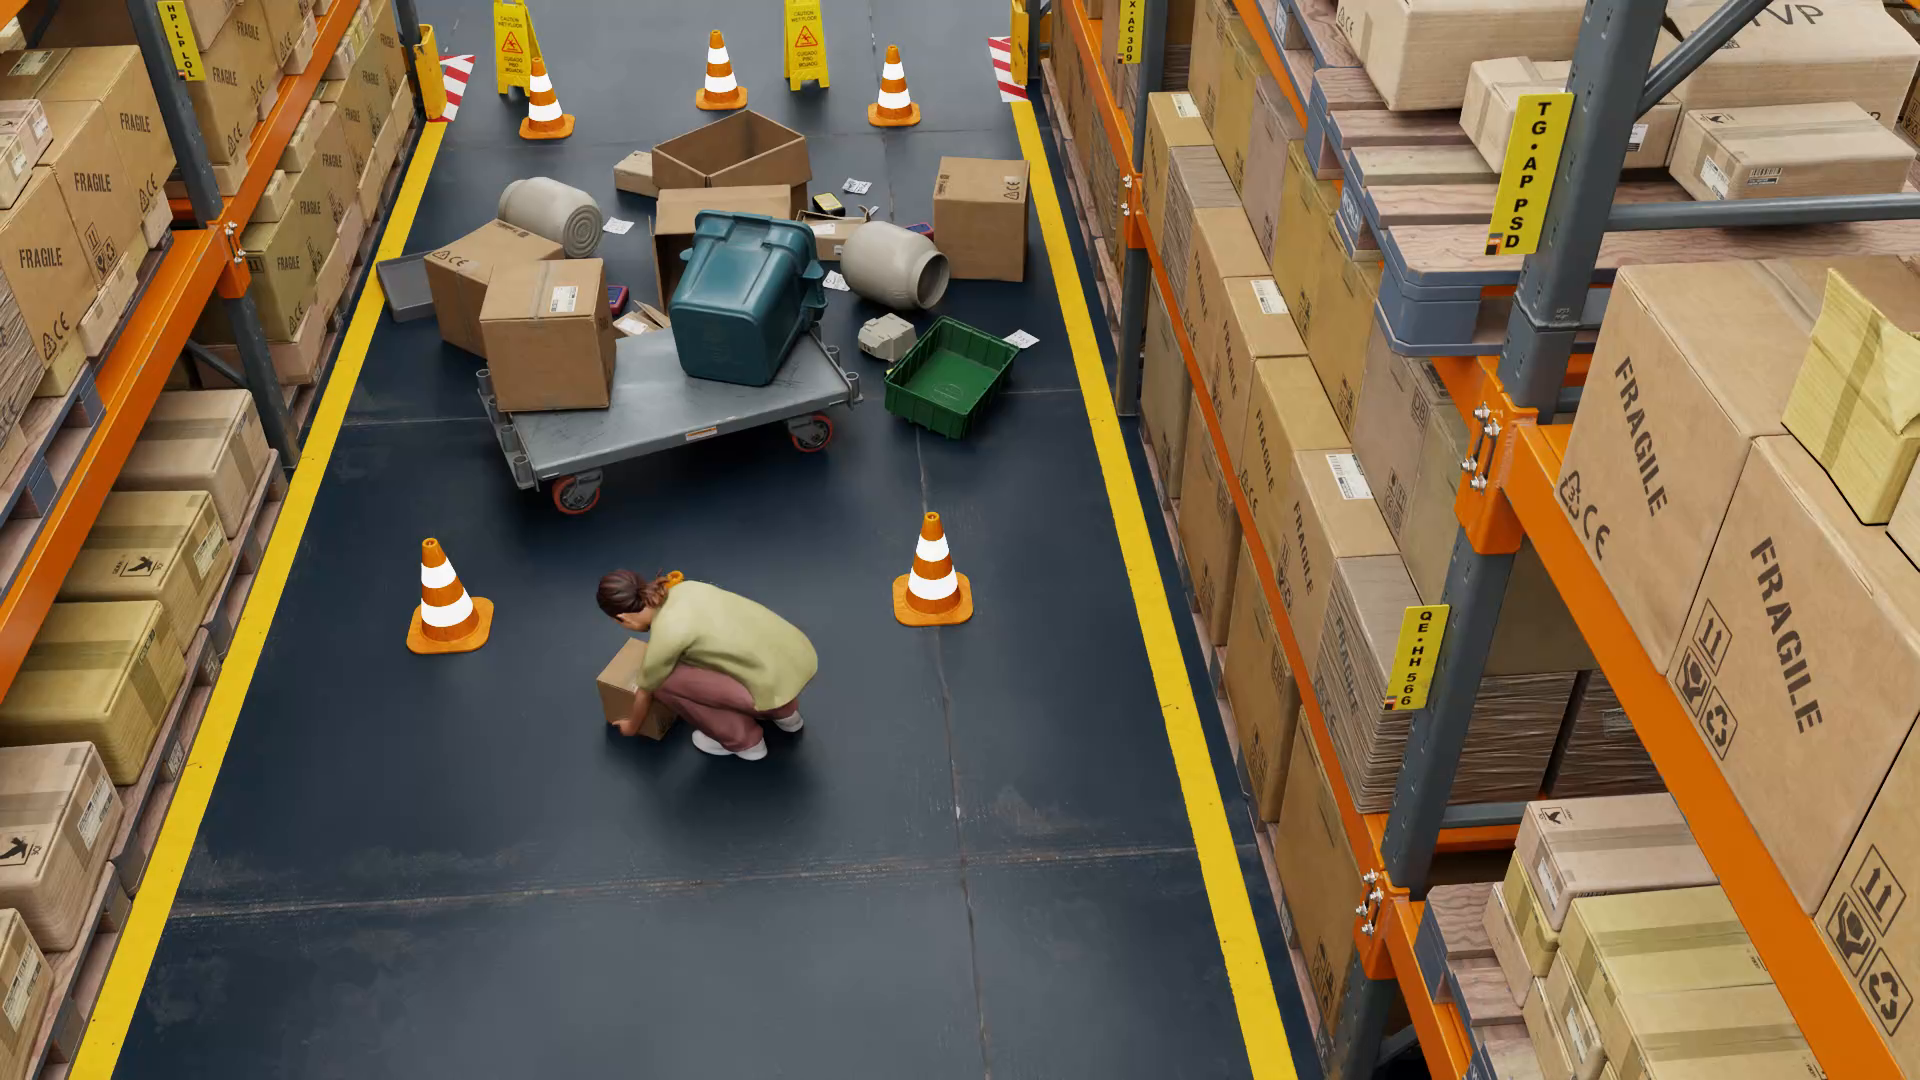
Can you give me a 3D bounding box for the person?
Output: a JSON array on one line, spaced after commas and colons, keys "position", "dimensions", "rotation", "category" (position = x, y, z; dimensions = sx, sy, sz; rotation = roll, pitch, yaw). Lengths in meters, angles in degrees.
[{"position": [-0.955, 0.474, 6.357], "dimensions": [0.824, 0.813, 0.487], "rotation": [16, 42, 18], "category": "person"}]
